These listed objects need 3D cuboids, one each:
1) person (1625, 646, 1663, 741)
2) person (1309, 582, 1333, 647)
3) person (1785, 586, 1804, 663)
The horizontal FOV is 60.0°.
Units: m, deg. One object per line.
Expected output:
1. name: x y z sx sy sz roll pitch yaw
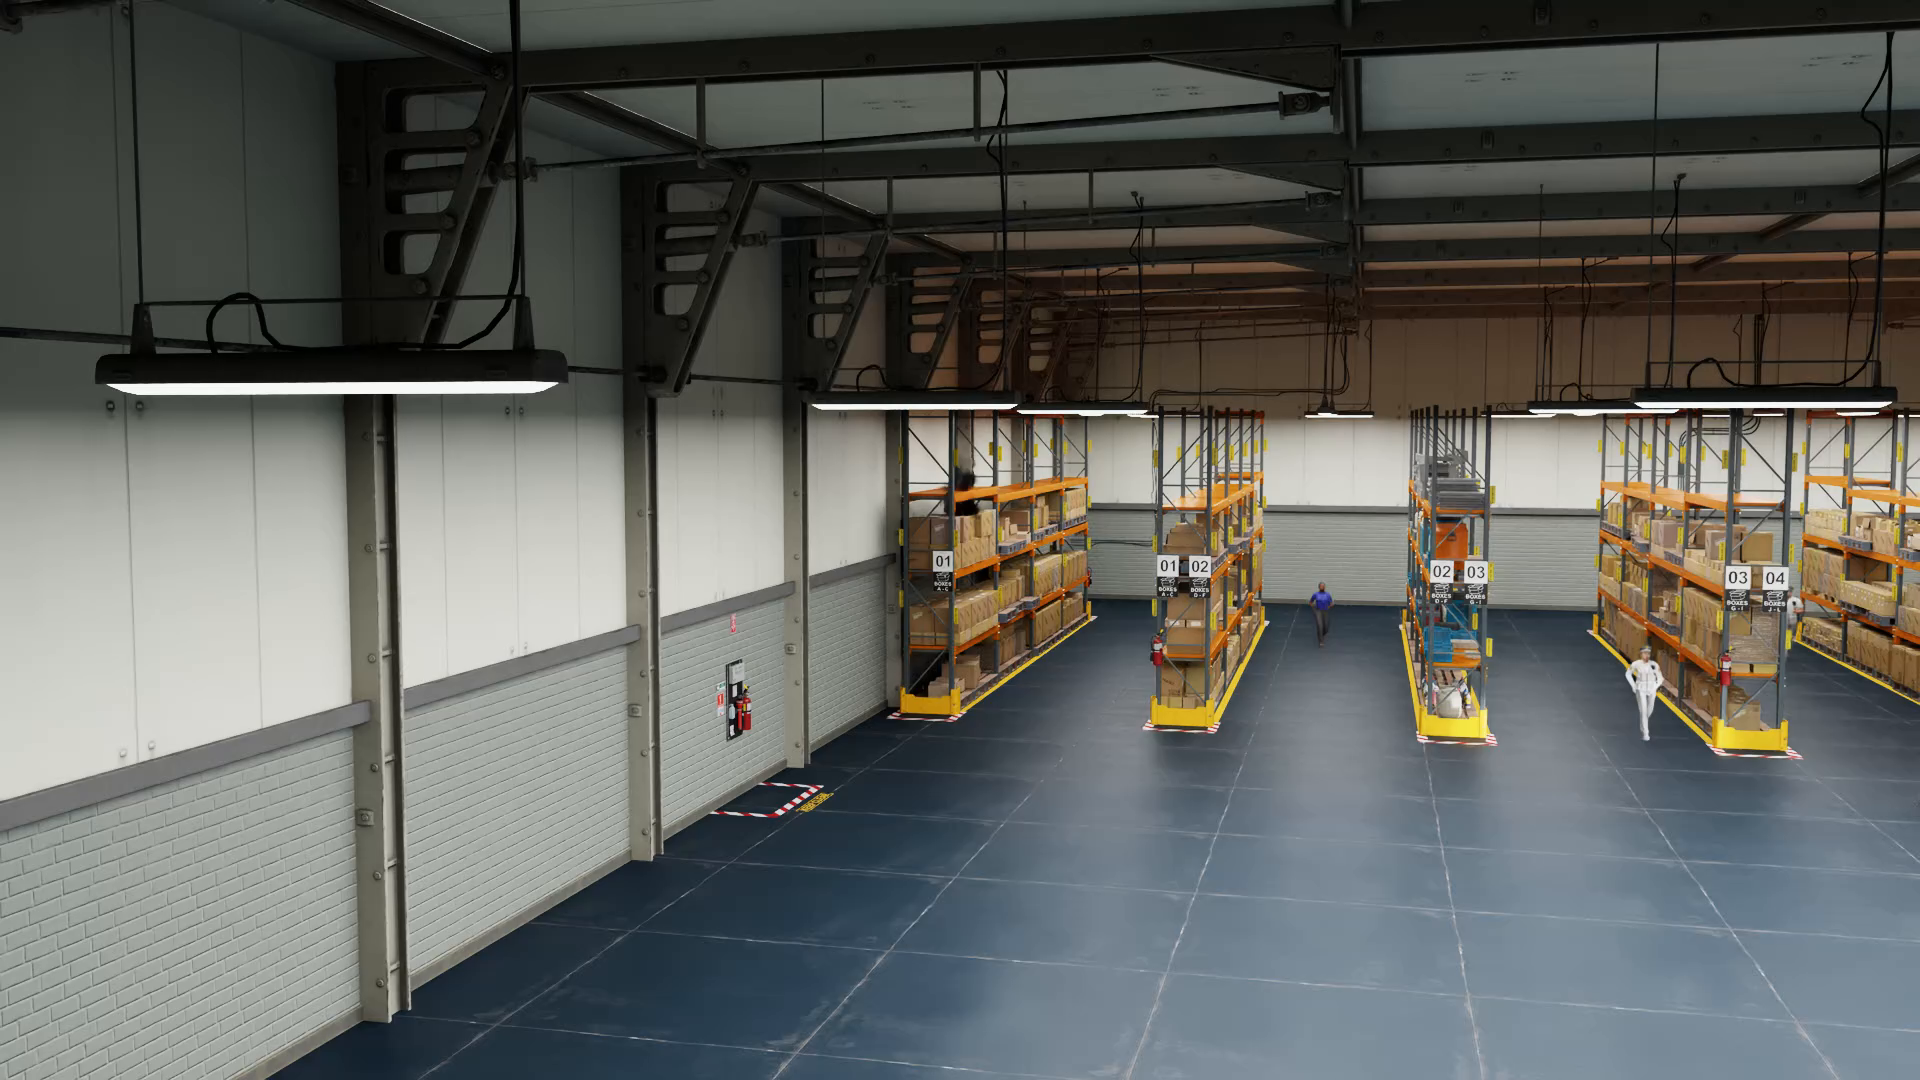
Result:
1. person: 12.359 2.734 30.028 0.626 1.693 0.781 1 4 9
2. person: 9.181 1.889 42.262 0.585 1.604 0.738 0 4 3
3. person: 19.807 1.991 39.747 0.636 1.831 0.884 1 4 18
